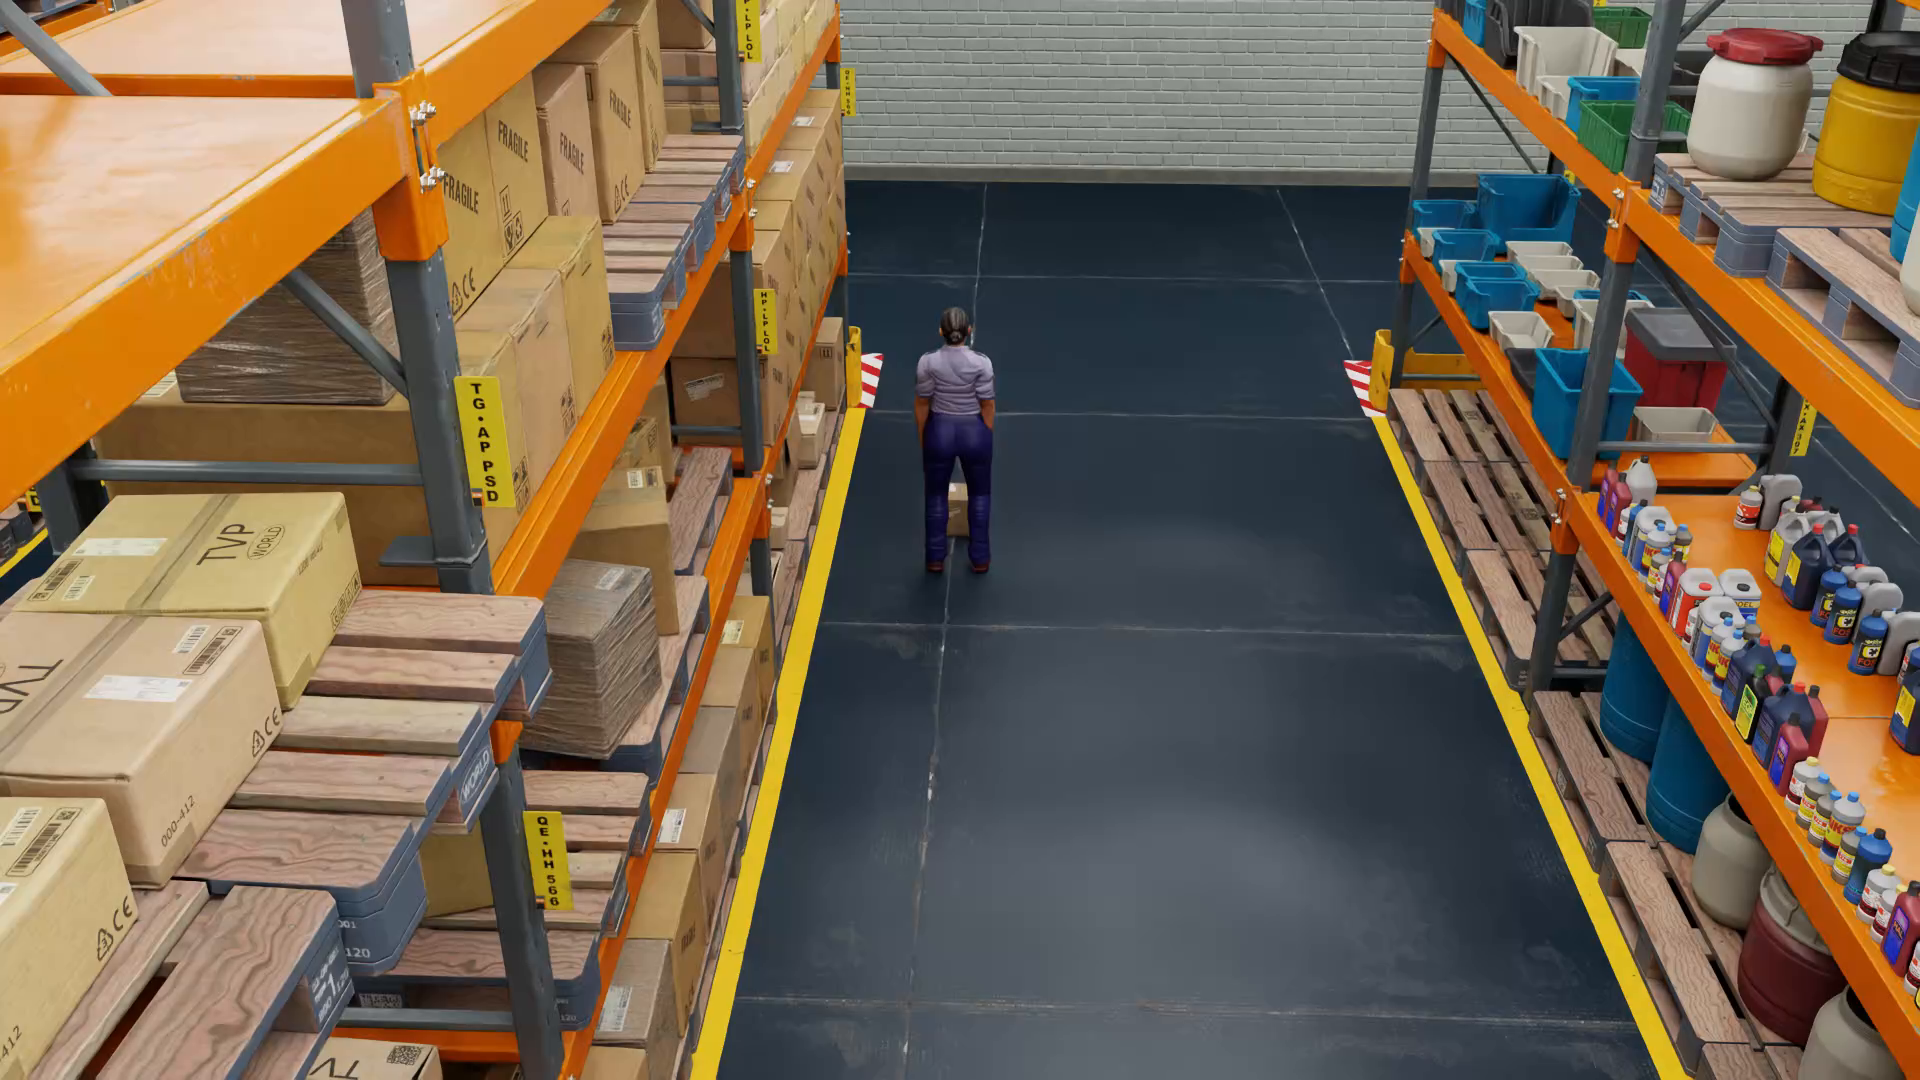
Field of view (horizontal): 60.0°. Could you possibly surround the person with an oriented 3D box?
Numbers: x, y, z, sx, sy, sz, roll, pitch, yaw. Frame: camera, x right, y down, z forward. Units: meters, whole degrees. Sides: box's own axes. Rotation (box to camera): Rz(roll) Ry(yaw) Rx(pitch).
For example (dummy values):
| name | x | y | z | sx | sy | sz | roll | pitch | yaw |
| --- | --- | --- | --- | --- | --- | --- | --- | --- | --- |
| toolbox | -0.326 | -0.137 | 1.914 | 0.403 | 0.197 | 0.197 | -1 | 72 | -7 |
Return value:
| name | x | y | z | sx | sy | sz | roll | pitch | yaw |
| --- | --- | --- | --- | --- | --- | --- | --- | --- | --- |
| person | -0.030 | -0.581 | 9.745 | 0.469 | 1.659 | 0.342 | 2 | 28 | 3 |
